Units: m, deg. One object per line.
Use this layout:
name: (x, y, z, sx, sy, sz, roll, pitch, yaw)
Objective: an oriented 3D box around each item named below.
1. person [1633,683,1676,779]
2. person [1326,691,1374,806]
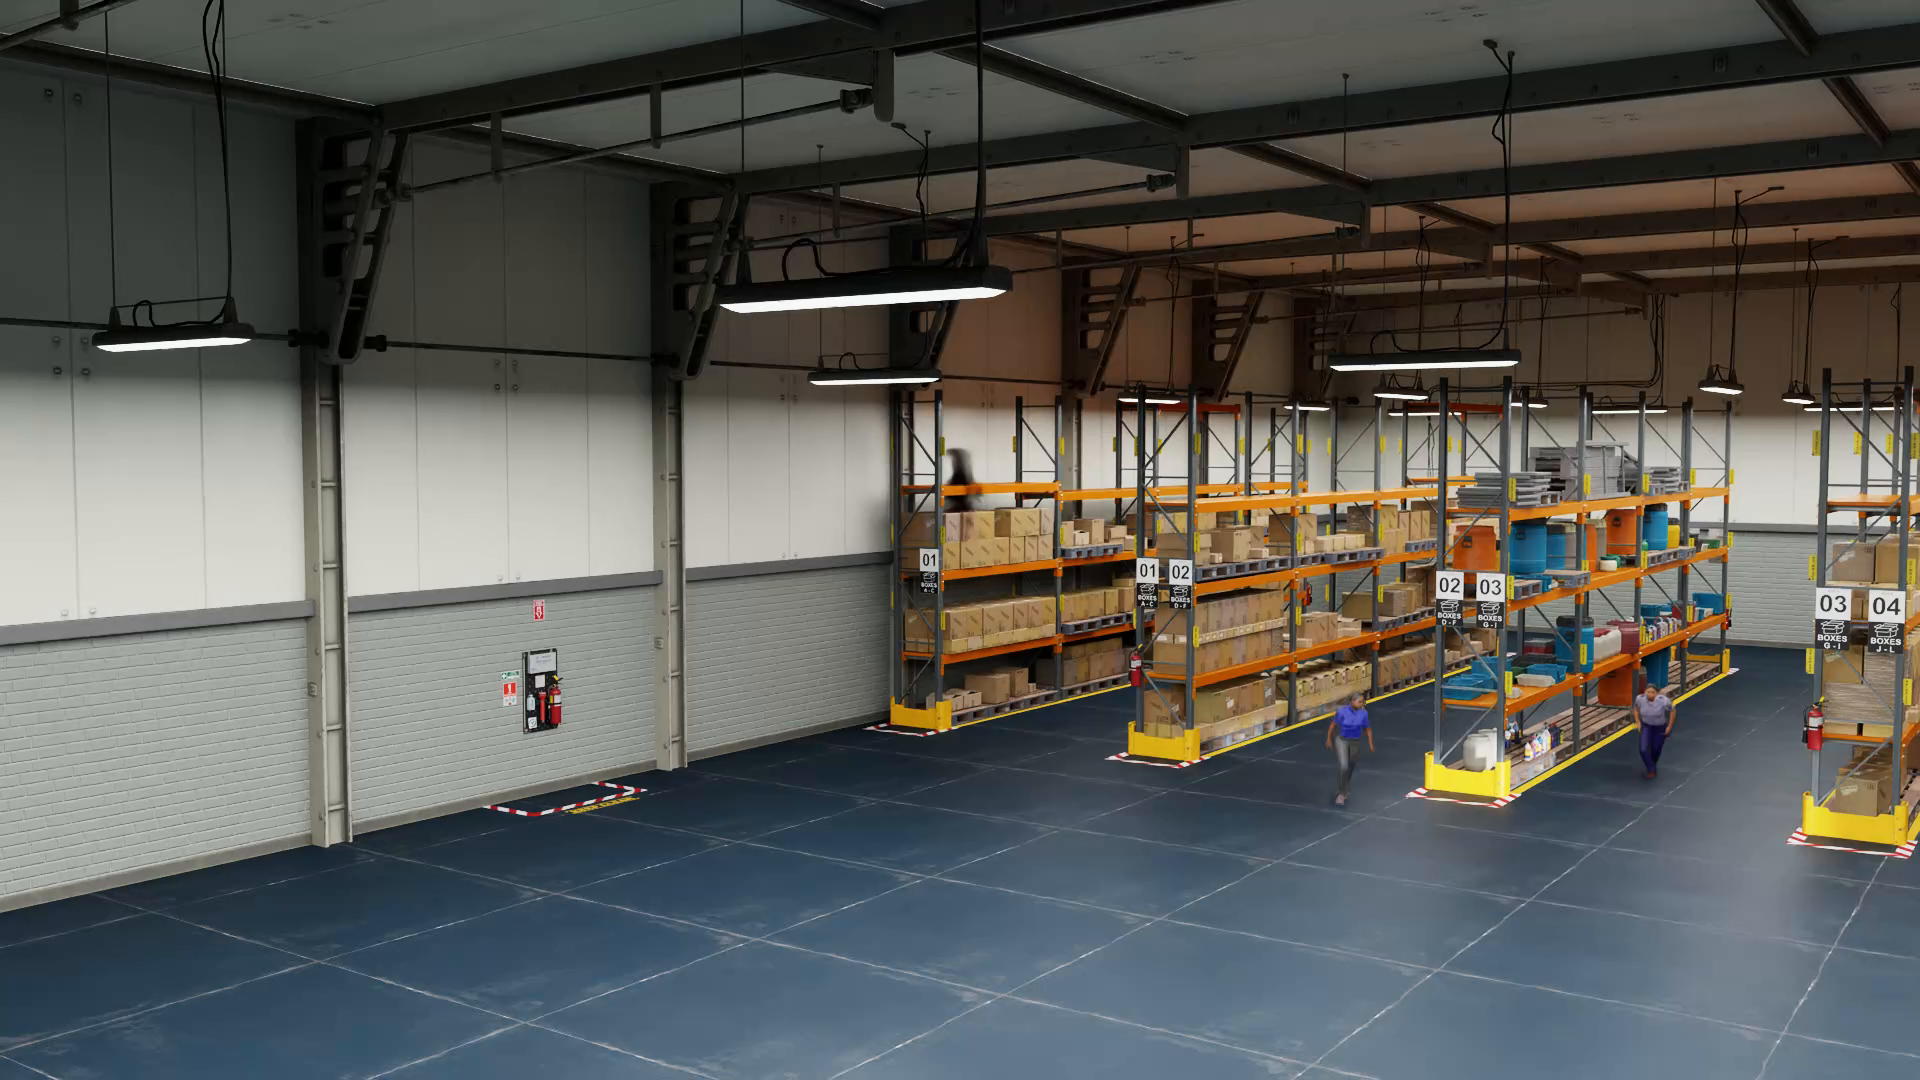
person: (10.486, 2.860, 25.104, 0.612, 1.478, 0.850, 2, 4, 28)
person: (5.478, 2.899, 23.401, 0.561, 1.611, 0.742, -1, 3, -9)
